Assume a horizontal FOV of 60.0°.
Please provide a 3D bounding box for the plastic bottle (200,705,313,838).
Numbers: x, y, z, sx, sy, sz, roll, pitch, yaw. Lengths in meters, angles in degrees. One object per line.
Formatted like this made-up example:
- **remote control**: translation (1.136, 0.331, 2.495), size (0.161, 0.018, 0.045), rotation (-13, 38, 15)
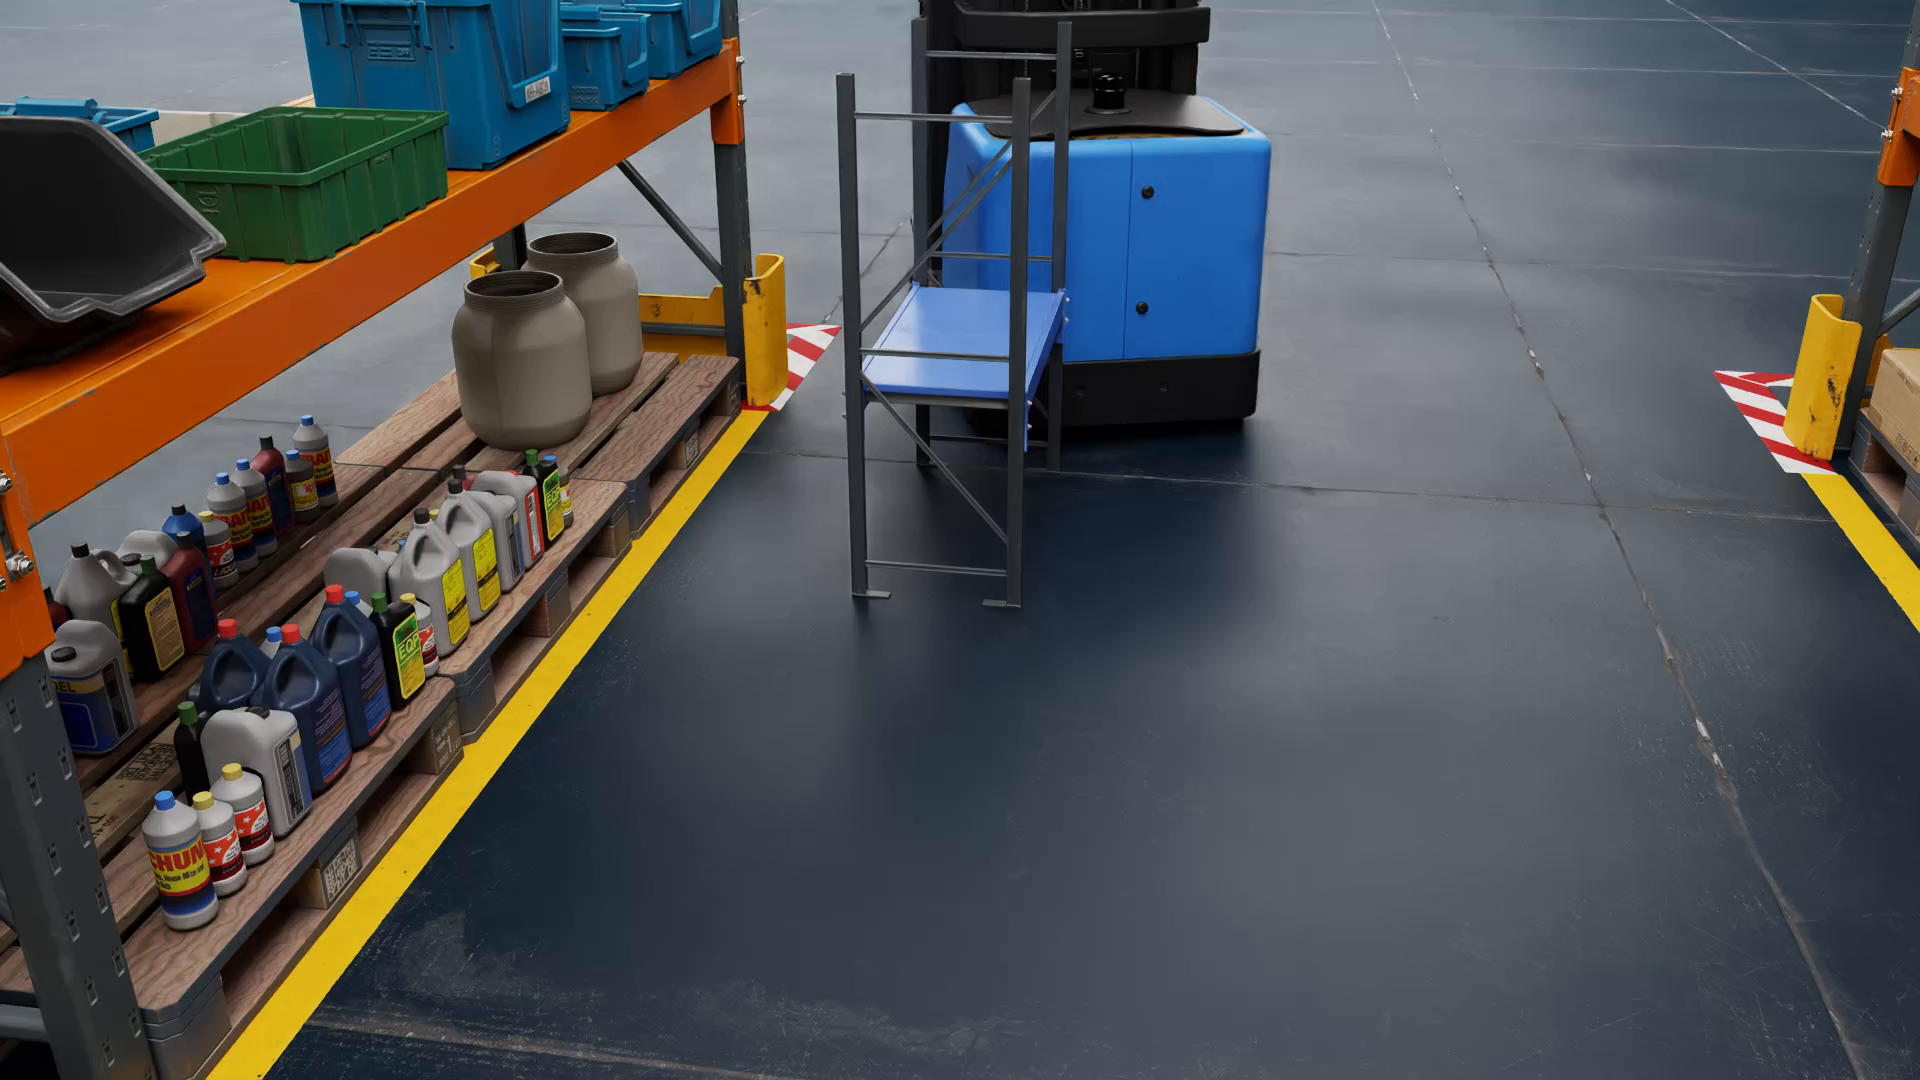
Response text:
- **plastic bottle**: translation (-1.450, 0.457, 3.430), size (0.152, 0.276, 0.135), rotation (5, 26, 10)

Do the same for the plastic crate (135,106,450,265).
- **plastic crate**: translation (-1.460, -0.790, 3.649), size (0.450, 0.188, 0.662), rotation (4, 25, 9)

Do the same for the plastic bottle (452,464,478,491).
- **plastic bottle**: translation (-1.347, -0.085, 4.578), size (0.061, 0.283, 0.133), rotation (4, 25, 9)

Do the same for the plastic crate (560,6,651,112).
- **plastic crate**: translation (-1.205, -1.442, 4.968), size (0.499, 0.251, 0.408), rotation (4, 25, 9)

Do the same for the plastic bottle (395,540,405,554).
- **plastic bottle**: translation (-1.414, 0.097, 4.286), size (0.097, 0.201, 0.097), rotation (0, 25, 0)

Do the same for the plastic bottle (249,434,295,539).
- **plastic bottle**: translation (-1.965, -0.150, 4.716), size (0.061, 0.283, 0.133), rotation (4, 25, 9)

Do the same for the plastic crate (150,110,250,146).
- **plastic crate**: translation (-1.945, -0.915, 3.978), size (0.530, 0.136, 0.437), rotation (4, 25, 9)

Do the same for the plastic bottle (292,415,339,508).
- **plastic bottle**: translation (-1.910, -0.238, 4.919), size (0.097, 0.271, 0.097), rotation (0, 25, 0)

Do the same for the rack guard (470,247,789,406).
- **rack guard**: translation (-1.272, -0.844, 6.462), size (1.175, 0.500, 0.348), rotation (4, 25, 9)

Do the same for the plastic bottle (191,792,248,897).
- **plastic bottle**: translation (-1.459, 0.585, 3.244), size (0.097, 0.201, 0.097), rotation (0, 25, 0)

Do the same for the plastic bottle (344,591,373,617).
- **plastic bottle**: translation (-1.401, 0.247, 3.884), size (0.097, 0.271, 0.097), rotation (0, 25, 0)

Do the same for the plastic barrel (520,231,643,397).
- **plastic barrel**: translation (-1.339, -0.794, 5.846), size (0.421, 0.512, 0.421), rotation (0, 25, 0)

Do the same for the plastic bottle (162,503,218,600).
- **plastic bottle**: translation (-2.016, 0.032, 4.342), size (0.097, 0.271, 0.097), rotation (0, 25, 0)

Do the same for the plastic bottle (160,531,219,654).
- **plastic bottle**: translation (-1.919, 0.128, 4.123), size (0.061, 0.283, 0.133), rotation (4, 25, 9)

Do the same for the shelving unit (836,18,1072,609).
- **shelving unit**: translation (0.014, -0.715, 5.008), size (0.538, 1.500, 1.048), rotation (4, 25, 9)

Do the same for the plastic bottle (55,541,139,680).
- **plastic bottle**: translation (-2.055, 0.158, 3.980), size (0.144, 0.351, 0.185), rotation (4, 25, 8)

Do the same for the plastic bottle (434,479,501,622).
- **plastic bottle**: translation (-1.288, 0.019, 4.276), size (0.144, 0.351, 0.185), rotation (5, 26, 11)

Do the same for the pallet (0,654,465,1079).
- **pallet**: translation (-1.809, 0.647, 3.618), size (1.003, 0.211, 1.213), rotation (4, 25, 9)

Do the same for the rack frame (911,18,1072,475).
- **rack frame**: translation (0.097, -0.928, 5.462), size (0.500, 1.500, 0.032), rotation (4, 25, 9)

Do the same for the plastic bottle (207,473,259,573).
- **plastic bottle**: translation (-1.983, -0.052, 4.523), size (0.097, 0.271, 0.097), rotation (0, 25, 0)

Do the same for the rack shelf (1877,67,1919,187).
- **rack shelf**: translation (3.253, -0.504, 3.636), size (1.077, 0.370, 4.000), rotation (4, 25, 9)

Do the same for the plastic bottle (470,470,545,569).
- **plastic bottle**: translation (-1.242, -0.074, 4.564), size (0.152, 0.276, 0.135), rotation (4, 25, 9)

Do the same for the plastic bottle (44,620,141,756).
- **plastic bottle**: translation (-1.958, 0.327, 3.708), size (0.152, 0.276, 0.135), rotation (4, 25, 9)

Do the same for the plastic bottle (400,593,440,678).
- **plastic bottle**: translation (-1.319, 0.226, 4.011), size (0.097, 0.201, 0.097), rotation (0, 25, 0)

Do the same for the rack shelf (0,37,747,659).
- **rack shelf**: translation (-1.633, -0.848, 4.373), size (1.077, 0.370, 4.000), rotation (4, 25, 9)

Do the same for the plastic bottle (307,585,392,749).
- **plastic bottle**: translation (-1.388, 0.275, 3.730), size (0.144, 0.351, 0.185), rotation (3, 25, 6)

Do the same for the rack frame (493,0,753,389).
- **rack frame**: translation (-1.306, -2.011, 6.007), size (1.000, 3.000, 0.127), rotation (4, 25, 9)

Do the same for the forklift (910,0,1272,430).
- **forklift**: translation (0.376, -2.313, 6.734), size (1.130, 2.935, 3.031), rotation (-3, 25, -7)

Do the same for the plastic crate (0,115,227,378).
- **plastic crate**: translation (-1.749, -0.520, 2.895), size (0.767, 0.338, 0.504), rotation (4, 25, 9)

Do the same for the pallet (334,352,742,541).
- **pallet**: translation (-1.410, -0.373, 5.799), size (1.003, 0.211, 1.213), rotation (4, 25, 9)

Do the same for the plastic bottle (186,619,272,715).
- **plastic bottle**: translation (-1.561, 0.344, 3.583), size (0.144, 0.351, 0.185), rotation (4, 25, 9)

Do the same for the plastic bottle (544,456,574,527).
- **plastic bottle**: translation (-1.174, -0.144, 4.801), size (0.097, 0.201, 0.097), rotation (0, 25, 0)
